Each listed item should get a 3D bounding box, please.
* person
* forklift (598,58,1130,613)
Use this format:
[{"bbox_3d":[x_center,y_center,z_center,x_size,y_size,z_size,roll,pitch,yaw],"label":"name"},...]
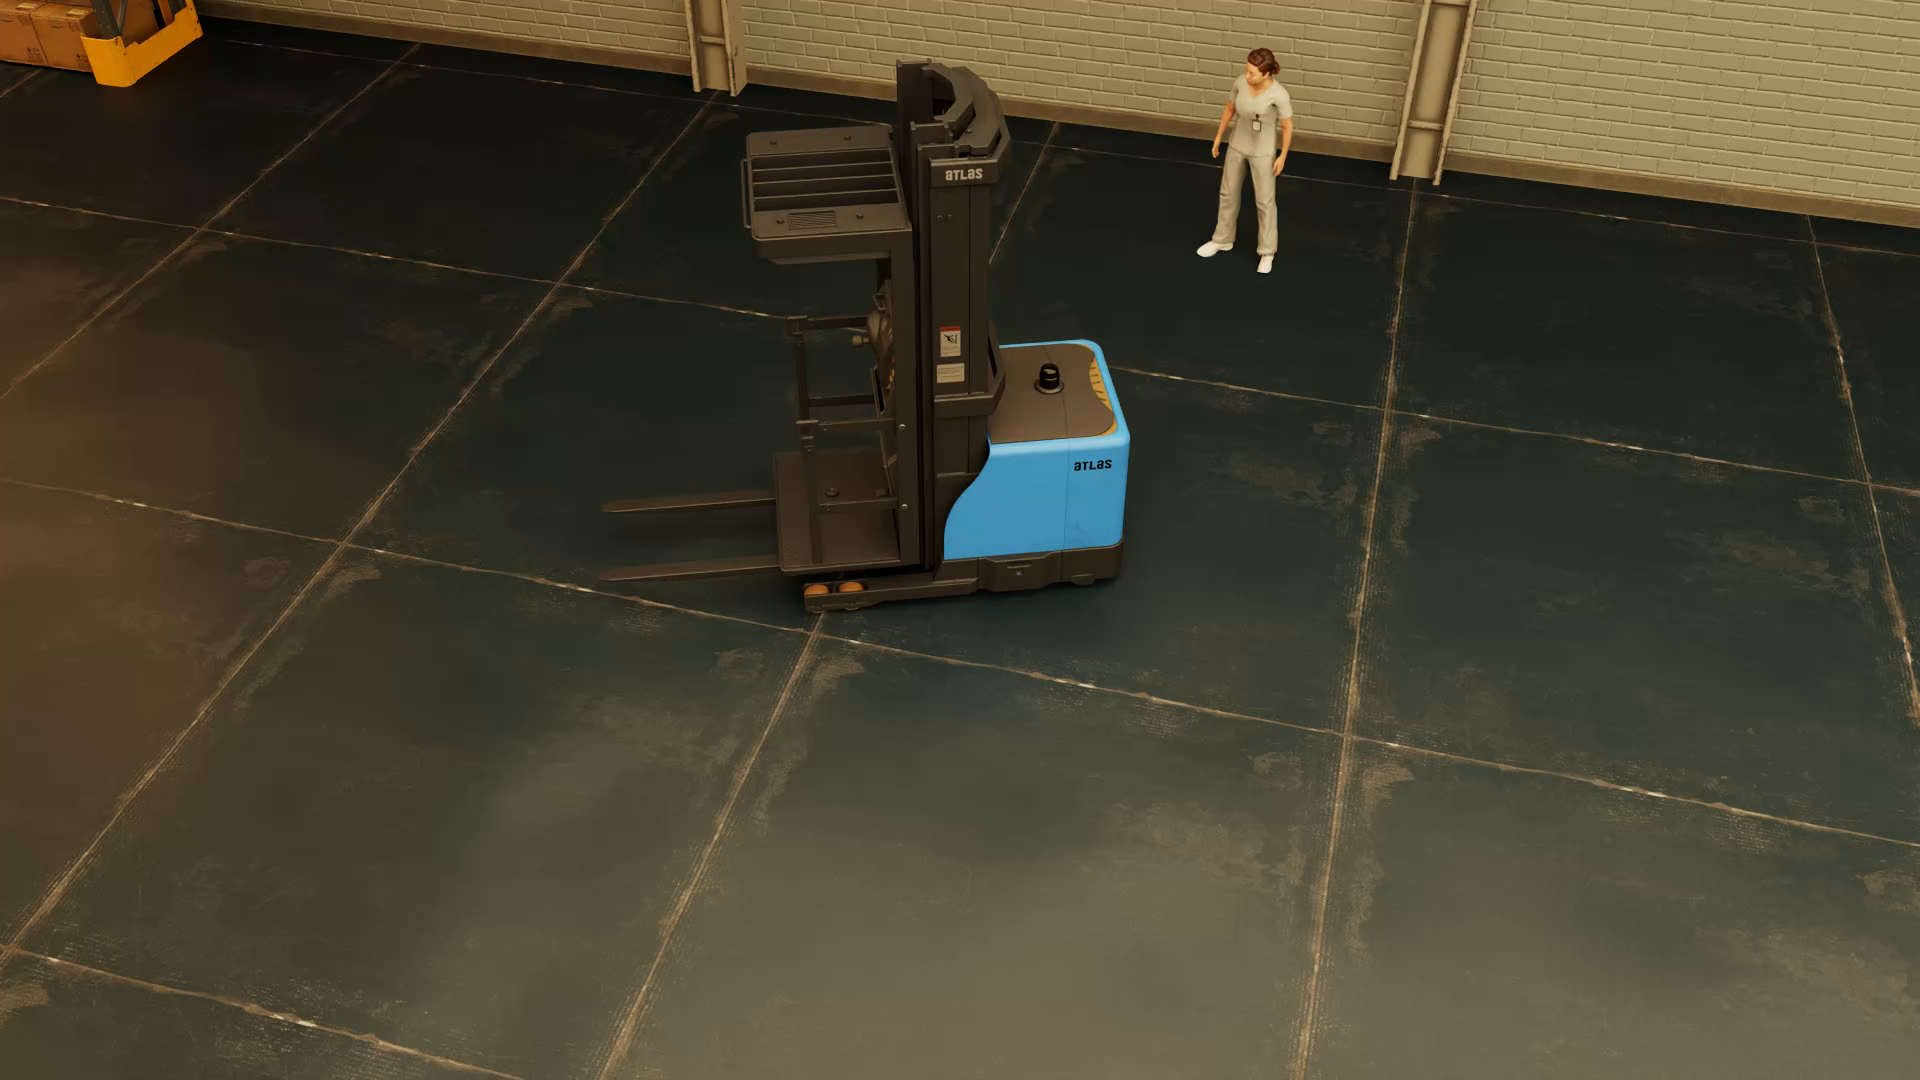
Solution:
[{"bbox_3d":[2.105,-2.775,11.987,0.611,1.673,0.402,26,47,27],"label":"person"},{"bbox_3d":[-0.604,-1.052,9.062,3.031,2.935,1.130,-5,41,-5],"label":"forklift"}]
